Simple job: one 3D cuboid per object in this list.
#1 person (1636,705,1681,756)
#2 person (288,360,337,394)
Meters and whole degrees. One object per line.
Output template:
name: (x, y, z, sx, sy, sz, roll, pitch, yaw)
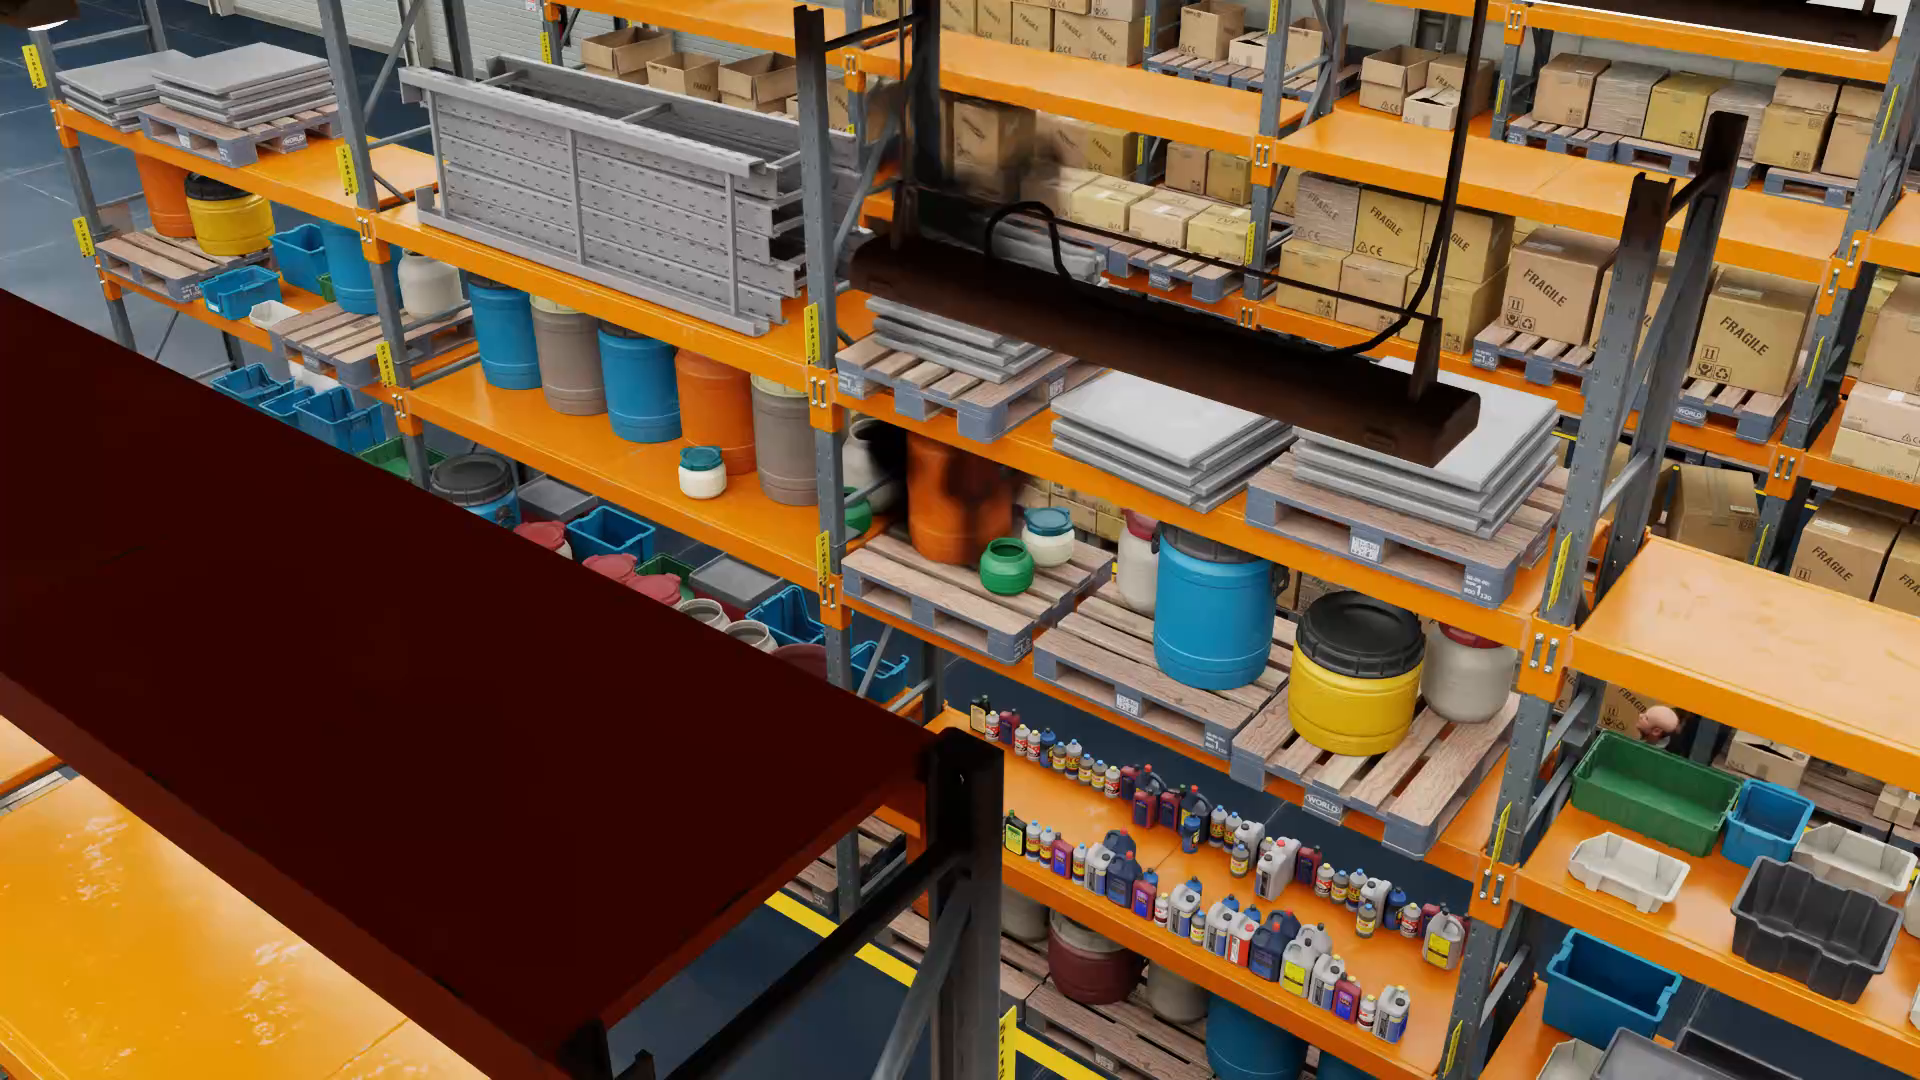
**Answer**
person: (4.399, 1.772, 10.766, 0.640, 1.680, 0.652, 20, 37, 29)
person: (-6.147, -1.425, 15.976, 0.733, 1.751, 0.736, 7, 32, 12)
